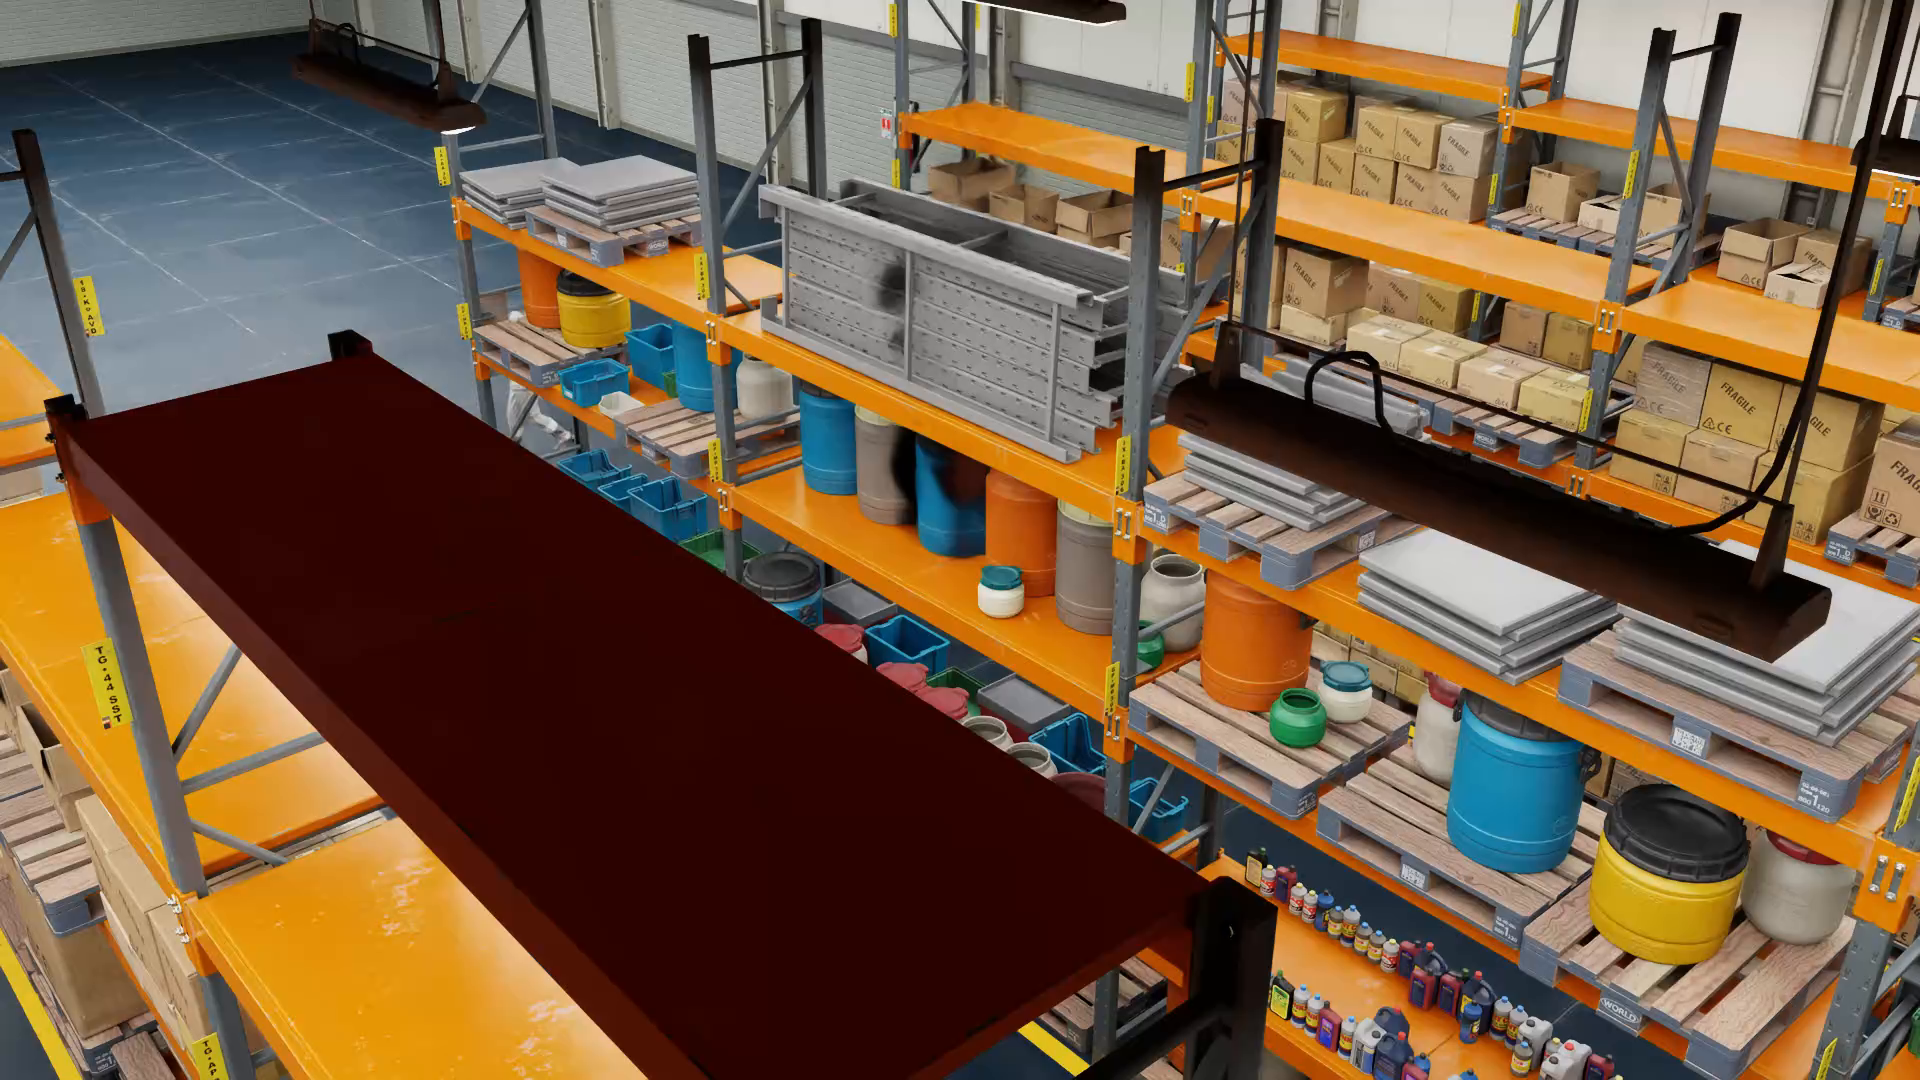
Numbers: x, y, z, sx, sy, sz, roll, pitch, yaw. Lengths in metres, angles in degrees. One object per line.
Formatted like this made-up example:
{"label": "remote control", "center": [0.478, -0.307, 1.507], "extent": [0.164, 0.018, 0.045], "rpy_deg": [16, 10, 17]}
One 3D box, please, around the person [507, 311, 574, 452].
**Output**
{"label": "person", "center": [-4.967, -1.739, 19.007], "extent": [0.898, 1.804, 0.633], "rpy_deg": [-5, 27, -9]}
